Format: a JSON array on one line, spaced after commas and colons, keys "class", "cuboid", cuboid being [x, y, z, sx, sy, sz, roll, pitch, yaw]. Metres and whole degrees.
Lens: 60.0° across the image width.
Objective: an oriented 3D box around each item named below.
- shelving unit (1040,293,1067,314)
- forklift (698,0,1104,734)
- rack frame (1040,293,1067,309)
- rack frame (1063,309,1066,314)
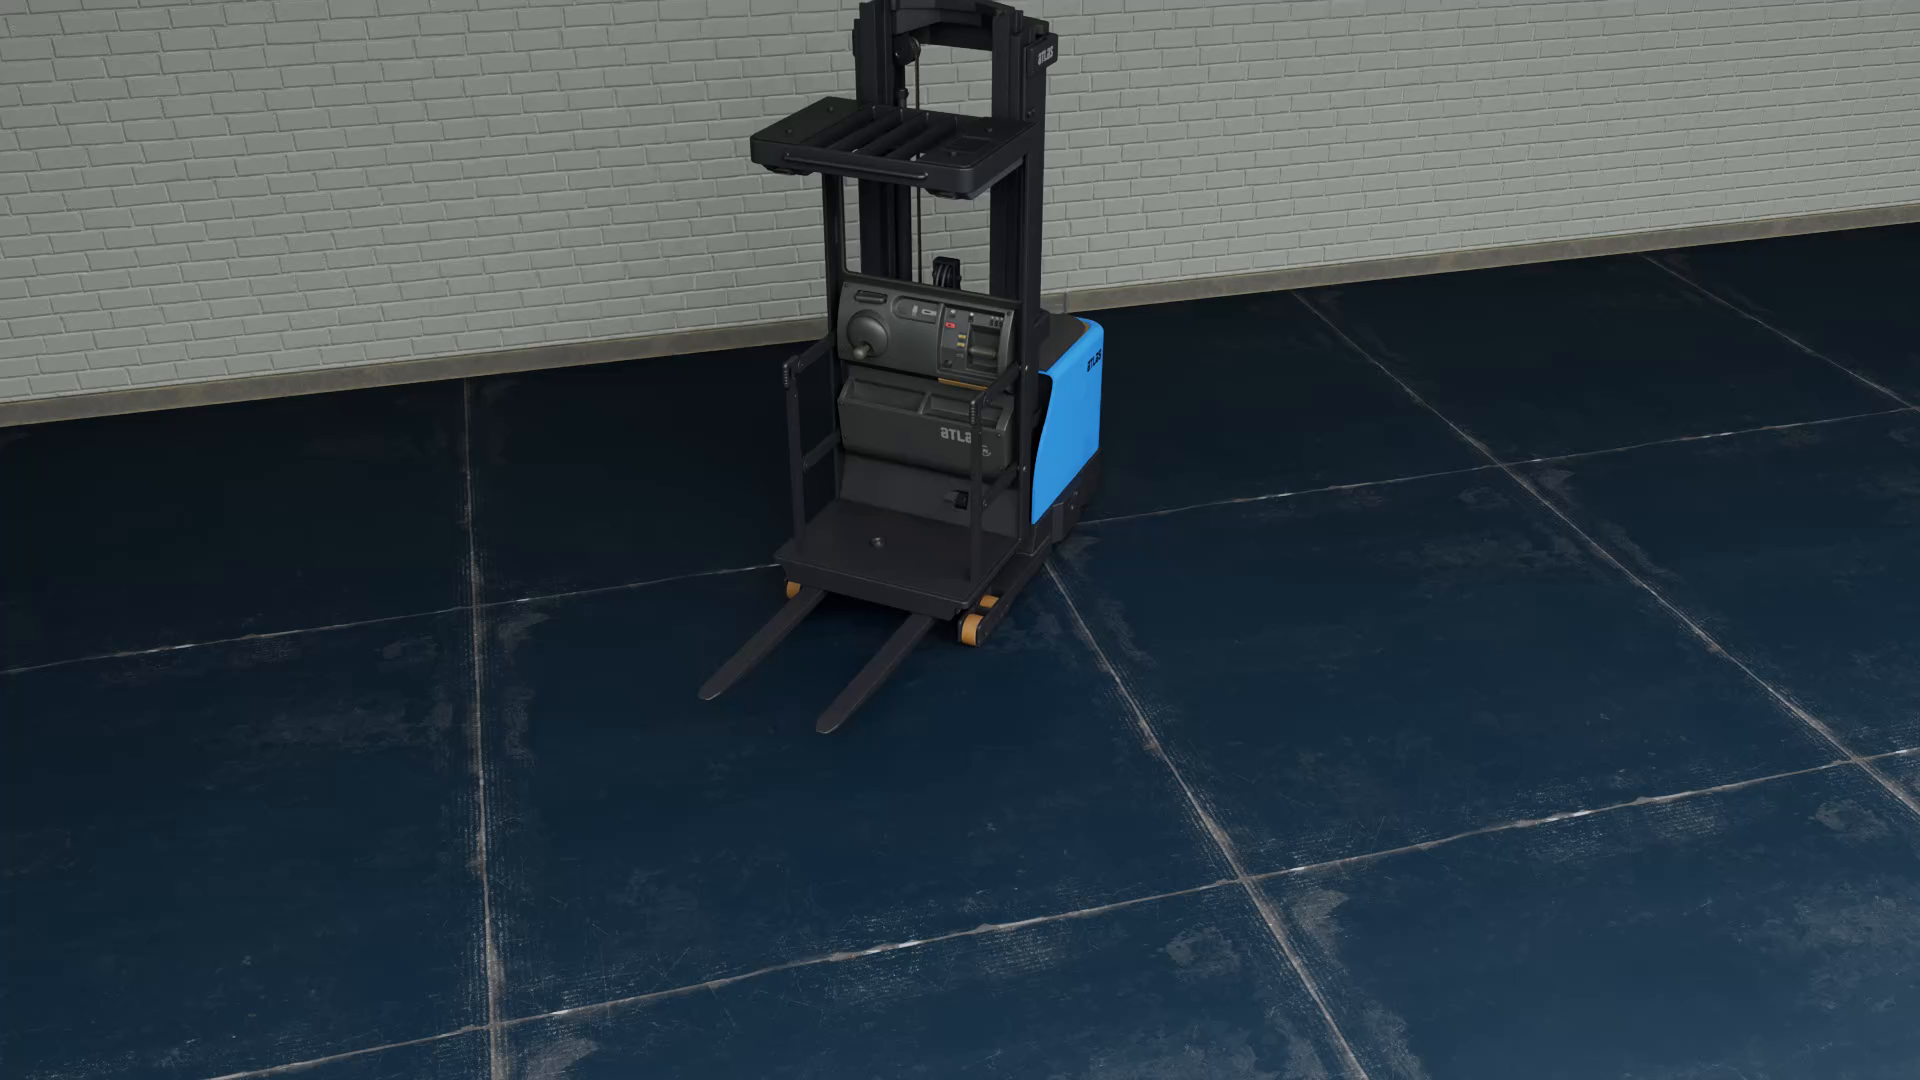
[{"class": "shelving unit", "cuboid": [0.509, -0.918, 9.784, 0.215, 1.050, 0.252, 2, 31, 4]}, {"class": "forklift", "cuboid": [-0.262, -0.981, 8.020, 1.130, 2.935, 3.031, 13, 32, 21]}, {"class": "rack frame", "cuboid": [0.518, -0.980, 9.888, 0.200, 1.050, 0.008, 2, 31, 4]}, {"class": "rack frame", "cuboid": [0.500, -0.855, 9.679, 0.200, 1.050, 0.008, 2, 31, 4]}]
